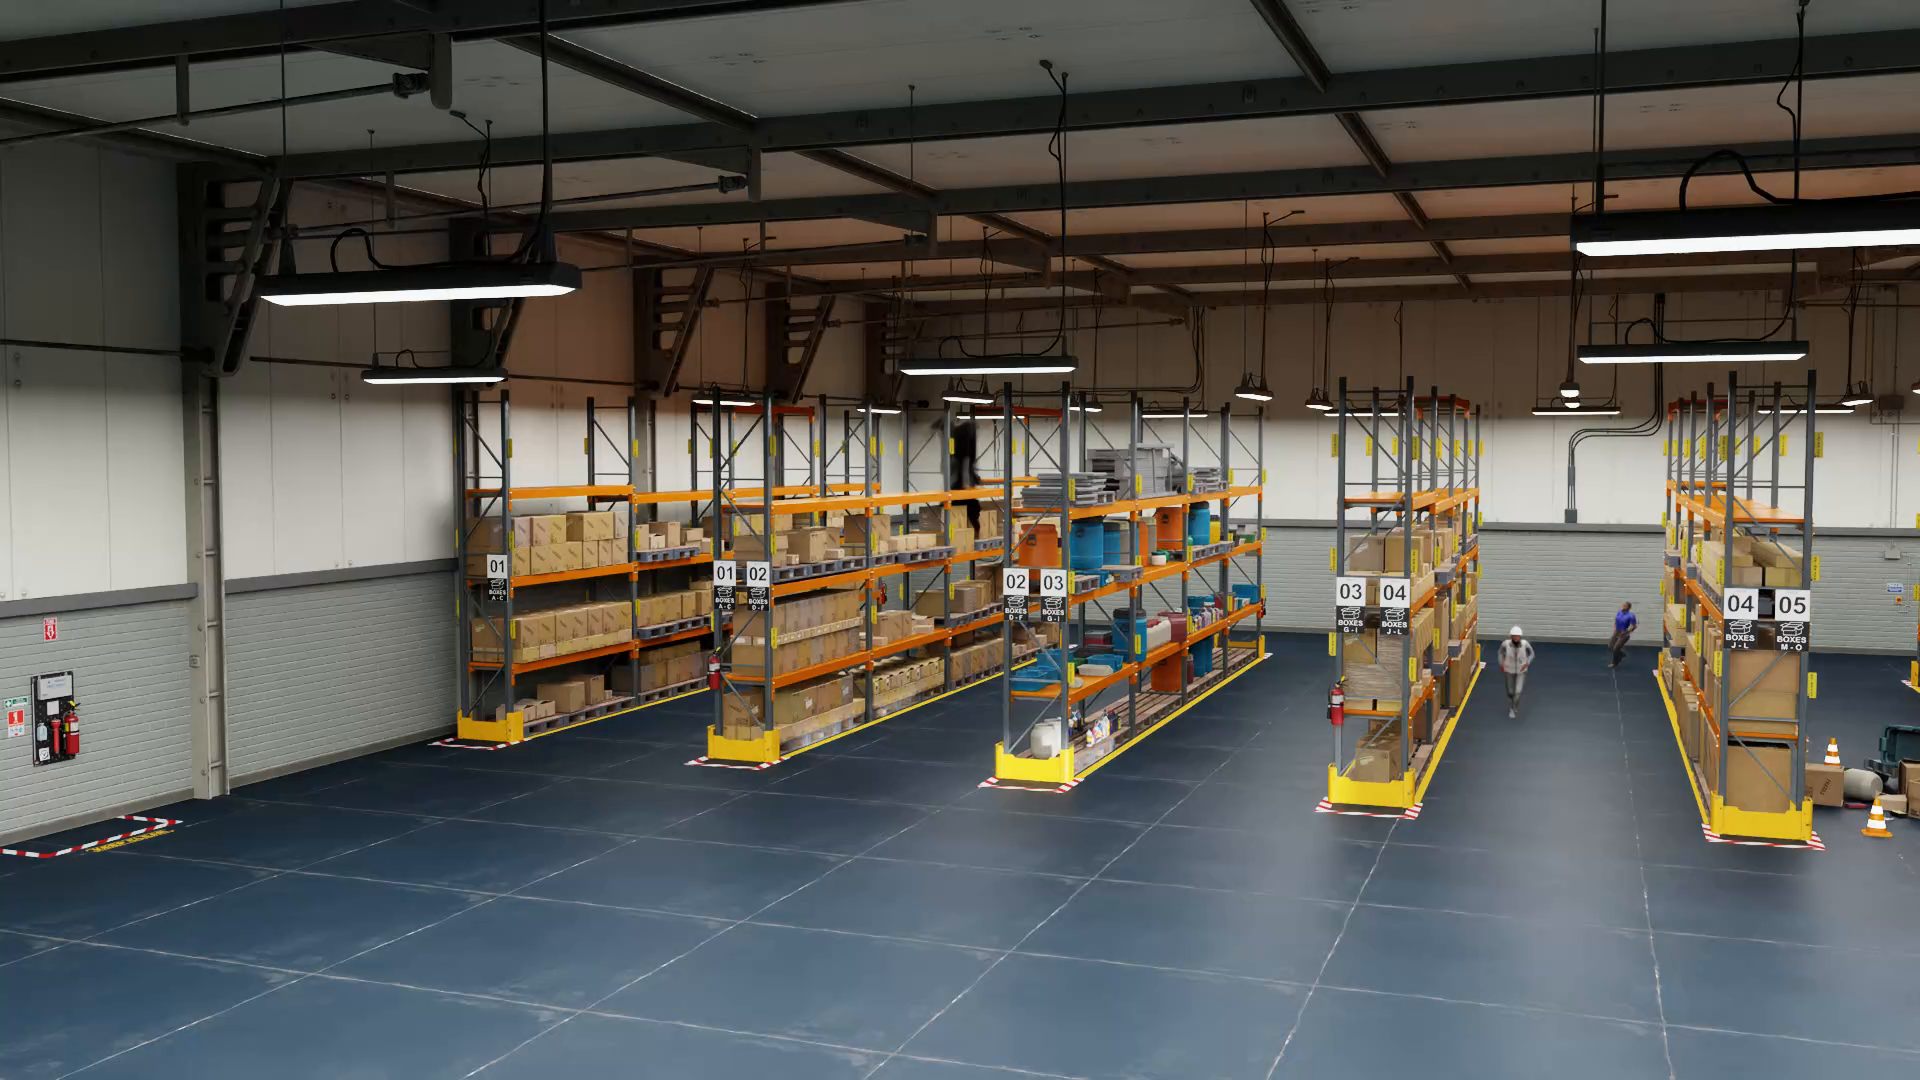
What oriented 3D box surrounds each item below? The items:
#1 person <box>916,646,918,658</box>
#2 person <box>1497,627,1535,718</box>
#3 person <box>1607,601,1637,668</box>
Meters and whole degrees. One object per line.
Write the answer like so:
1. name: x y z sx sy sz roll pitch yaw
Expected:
1. person: -0.846 2.083 38.019 0.530 1.597 0.883 1 3 16
2. person: 10.394 2.459 31.109 0.657 1.717 0.868 1 3 14
3. person: 15.090 2.191 37.778 0.544 1.478 0.653 -1 3 -25
